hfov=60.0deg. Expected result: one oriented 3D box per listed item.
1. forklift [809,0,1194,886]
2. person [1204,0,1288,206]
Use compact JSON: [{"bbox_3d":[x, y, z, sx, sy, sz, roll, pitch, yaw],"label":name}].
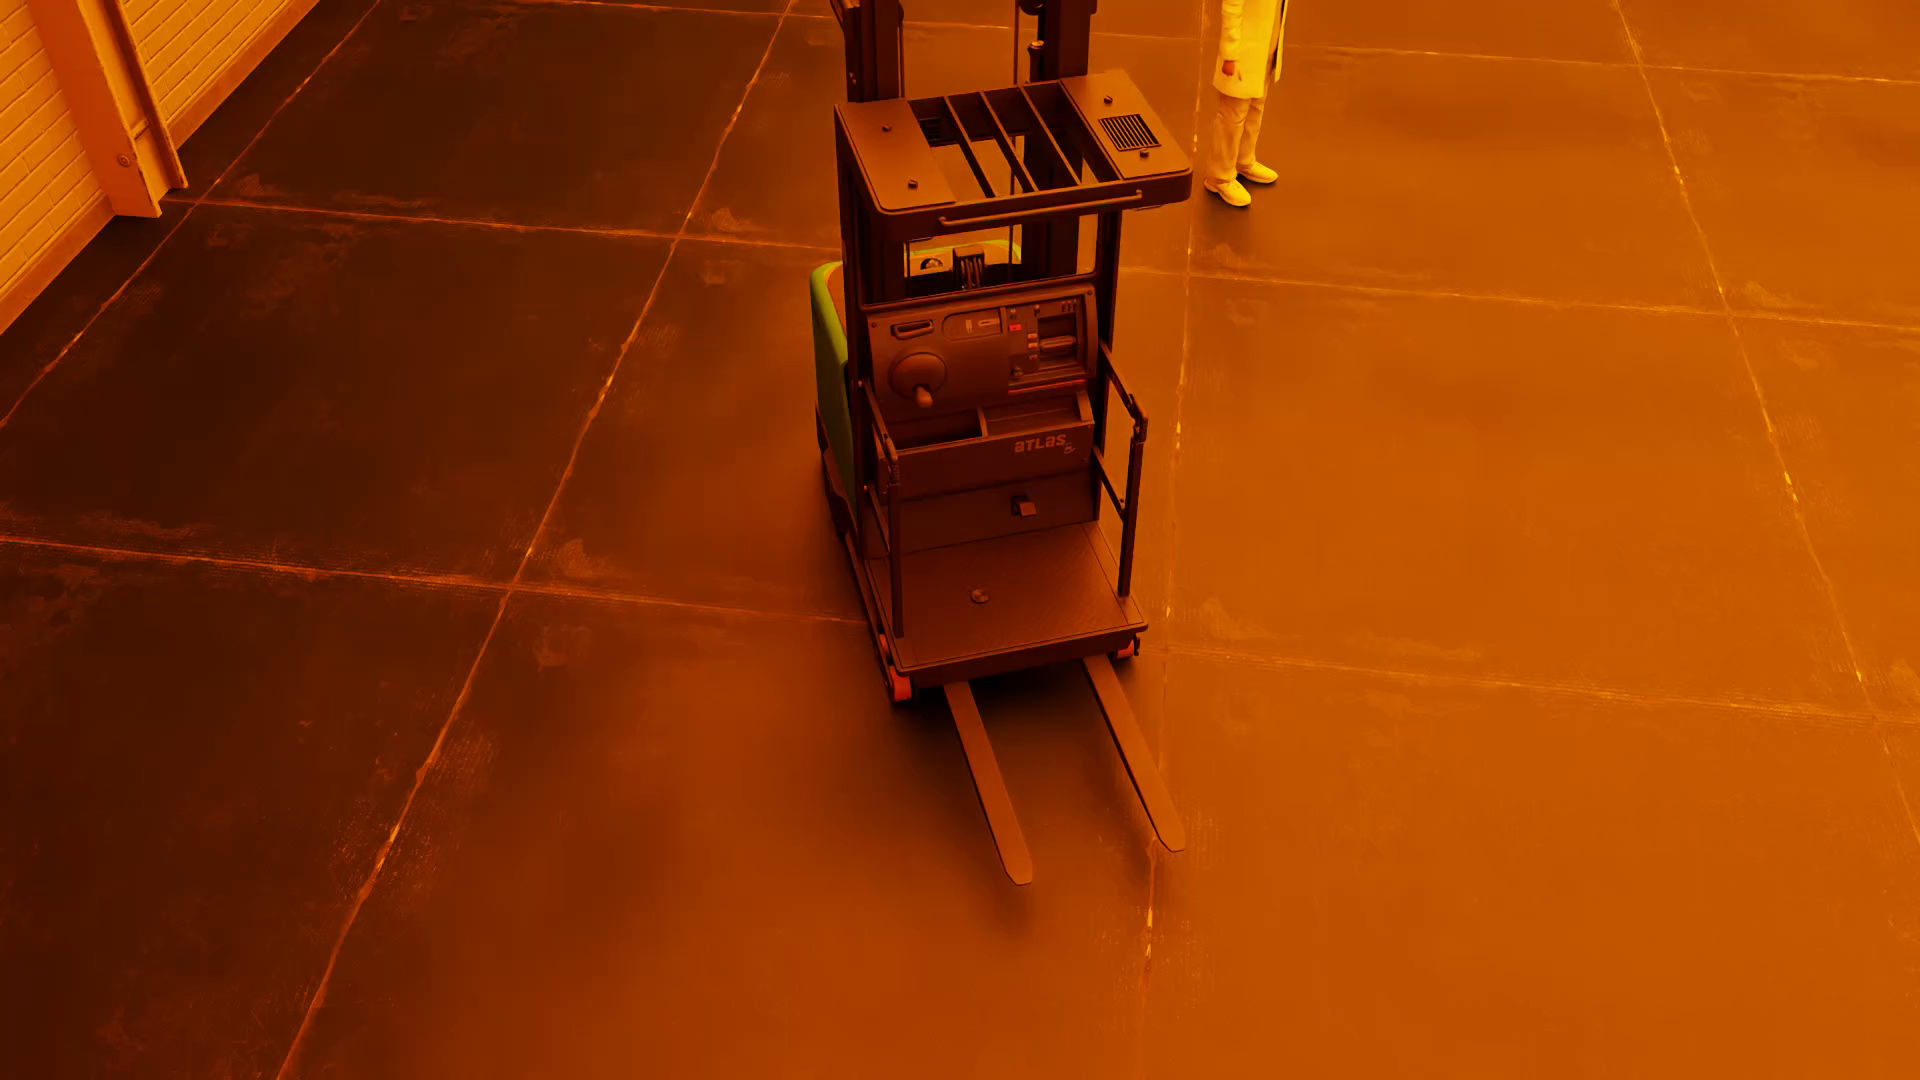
[{"bbox_3d":[0.153,-0.681,6.465,1.130,2.935,3.031,-10,44,-11],"label":"forklift"},{"bbox_3d":[1.730,-2.867,9.695,0.392,1.782,0.547,27,49,26],"label":"person"}]
